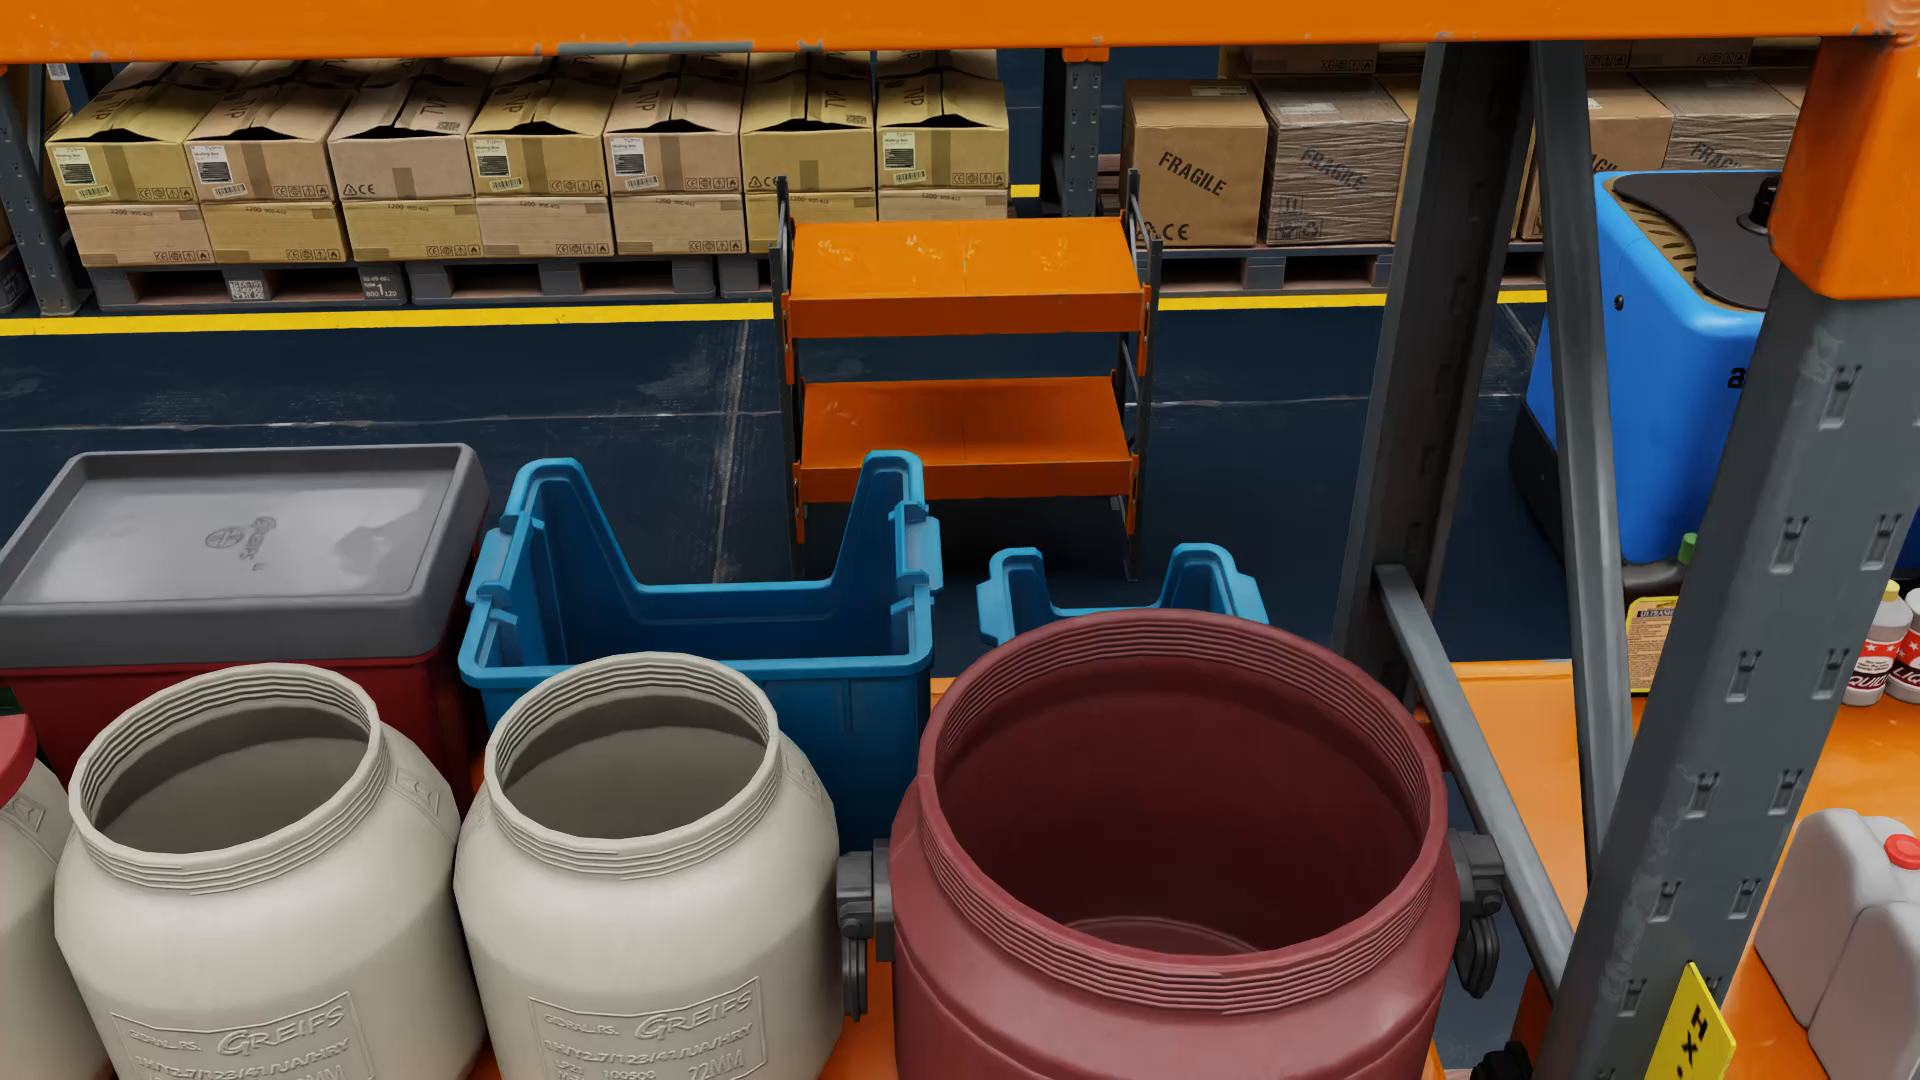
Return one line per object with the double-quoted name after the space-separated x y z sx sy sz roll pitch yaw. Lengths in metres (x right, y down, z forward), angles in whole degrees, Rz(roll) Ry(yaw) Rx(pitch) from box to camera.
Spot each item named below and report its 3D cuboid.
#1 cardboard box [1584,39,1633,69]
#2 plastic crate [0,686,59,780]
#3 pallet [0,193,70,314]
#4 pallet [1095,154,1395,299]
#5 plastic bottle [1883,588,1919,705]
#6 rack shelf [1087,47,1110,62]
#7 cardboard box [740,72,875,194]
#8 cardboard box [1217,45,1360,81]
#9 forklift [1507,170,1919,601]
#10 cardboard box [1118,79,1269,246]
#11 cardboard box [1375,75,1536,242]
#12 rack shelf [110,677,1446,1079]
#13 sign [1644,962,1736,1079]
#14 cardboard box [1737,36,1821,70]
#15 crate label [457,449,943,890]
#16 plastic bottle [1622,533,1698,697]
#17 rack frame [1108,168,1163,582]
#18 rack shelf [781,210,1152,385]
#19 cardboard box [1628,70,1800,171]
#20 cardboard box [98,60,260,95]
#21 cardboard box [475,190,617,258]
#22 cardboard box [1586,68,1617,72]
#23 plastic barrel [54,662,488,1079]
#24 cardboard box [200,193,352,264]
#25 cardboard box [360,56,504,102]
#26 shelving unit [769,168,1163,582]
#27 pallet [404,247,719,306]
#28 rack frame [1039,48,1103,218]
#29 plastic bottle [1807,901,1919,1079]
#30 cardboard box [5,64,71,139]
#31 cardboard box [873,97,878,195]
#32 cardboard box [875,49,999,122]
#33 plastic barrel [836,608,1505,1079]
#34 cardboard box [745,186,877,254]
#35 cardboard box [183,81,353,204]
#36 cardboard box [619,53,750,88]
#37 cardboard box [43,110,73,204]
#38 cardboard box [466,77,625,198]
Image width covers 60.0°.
2.442 -2.149 6.870 0.500 0.250 0.500 -2 35 -3 "cardboard box"
-1.597 0.309 2.355 0.662 0.188 0.450 -2 35 -2 "plastic crate"
-4.350 -1.243 6.860 1.213 0.211 1.003 -2 35 -2 "pallet"
1.189 -1.347 7.011 1.213 0.211 1.003 -2 35 -2 "pallet"
1.500 0.148 2.575 0.097 0.201 0.097 0 35 0 "plastic bottle"
2.439 -2.253 6.502 4.000 0.370 1.077 -2 35 -2 "rack shelf"
-0.589 -1.596 6.474 0.500 0.311 0.500 -2 35 -3 "cardboard box"
1.365 -1.806 7.034 0.500 0.500 0.500 0 35 0 "cardboard box"
3.332 -1.174 4.371 3.031 2.935 1.130 -1 35 -1 "forklift"
0.910 -1.498 6.588 0.500 0.500 0.500 0 35 0 "cardboard box"
1.934 -1.526 6.628 0.500 0.500 0.500 -2 35 -3 "cardboard box"
-1.326 0.671 2.277 4.000 0.370 1.077 -2 35 -2 "rack shelf"
0.705 0.566 1.652 0.005 0.325 0.100 -2 35 -2 "sign"
3.410 -1.860 7.112 0.500 0.500 0.500 -1 35 -2 "cardboard box"
-0.333 0.179 2.324 0.616 0.435 0.502 -2 35 -2 "crate label"
1.056 0.116 2.550 0.133 0.283 0.061 -2 35 -2 "plastic bottle"
0.515 -0.476 4.950 0.032 1.125 0.500 -2 35 -2 "rack frame"
0.007 -0.703 4.764 1.000 0.278 0.538 -2 35 -2 "rack shelf"
2.962 -1.558 6.675 0.500 0.500 0.500 -1 35 -2 "cardboard box"
-3.163 -1.833 6.818 0.500 0.311 0.500 -2 35 -2 "cardboard box"
-1.603 -1.341 6.599 0.500 0.250 0.500 -1 35 -1 "cardboard box"
2.405 -1.838 7.080 0.500 0.500 0.500 -3 35 -4 "cardboard box"
-0.766 0.436 1.887 0.421 0.512 0.421 0 35 0 "plastic barrel"
-2.629 -1.312 6.557 0.500 0.250 0.500 -1 35 -1 "cardboard box"
-2.145 -1.863 6.861 0.500 0.311 0.500 -2 35 -2 "cardboard box"
0.007 -0.463 4.930 1.048 1.125 0.538 -2 35 -2 "shelving unit"
-1.598 -1.317 6.967 1.213 0.211 1.003 -2 35 -2 "pallet"
0.441 -2.495 6.219 0.127 3.000 1.000 -2 35 -2 "rack frame"
1.120 0.544 1.937 0.135 0.276 0.152 -2 35 -2 "plastic bottle"
-4.032 -1.903 6.752 0.500 0.500 0.500 -2 35 -2 "cardboard box"
-0.598 -1.676 7.082 0.500 0.250 0.500 -2 35 -4 "cardboard box"
-0.096 -1.920 6.943 0.500 0.311 0.500 0 35 -1 "cardboard box"
0.223 0.450 1.845 0.708 0.536 0.600 -2 35 -2 "plastic barrel"
-0.587 -1.368 6.638 0.500 0.250 0.500 -2 35 -3 "cardboard box"
-2.629 -1.540 6.393 0.500 0.311 0.500 -2 35 -3 "cardboard box"
-1.129 -1.889 6.898 0.500 0.311 0.500 -2 35 -4 "cardboard box"
-4.032 -1.589 6.957 0.500 0.250 0.500 -2 35 -2 "cardboard box"
-1.594 -1.571 6.439 0.500 0.311 0.500 -1 35 -1 "cardboard box"
